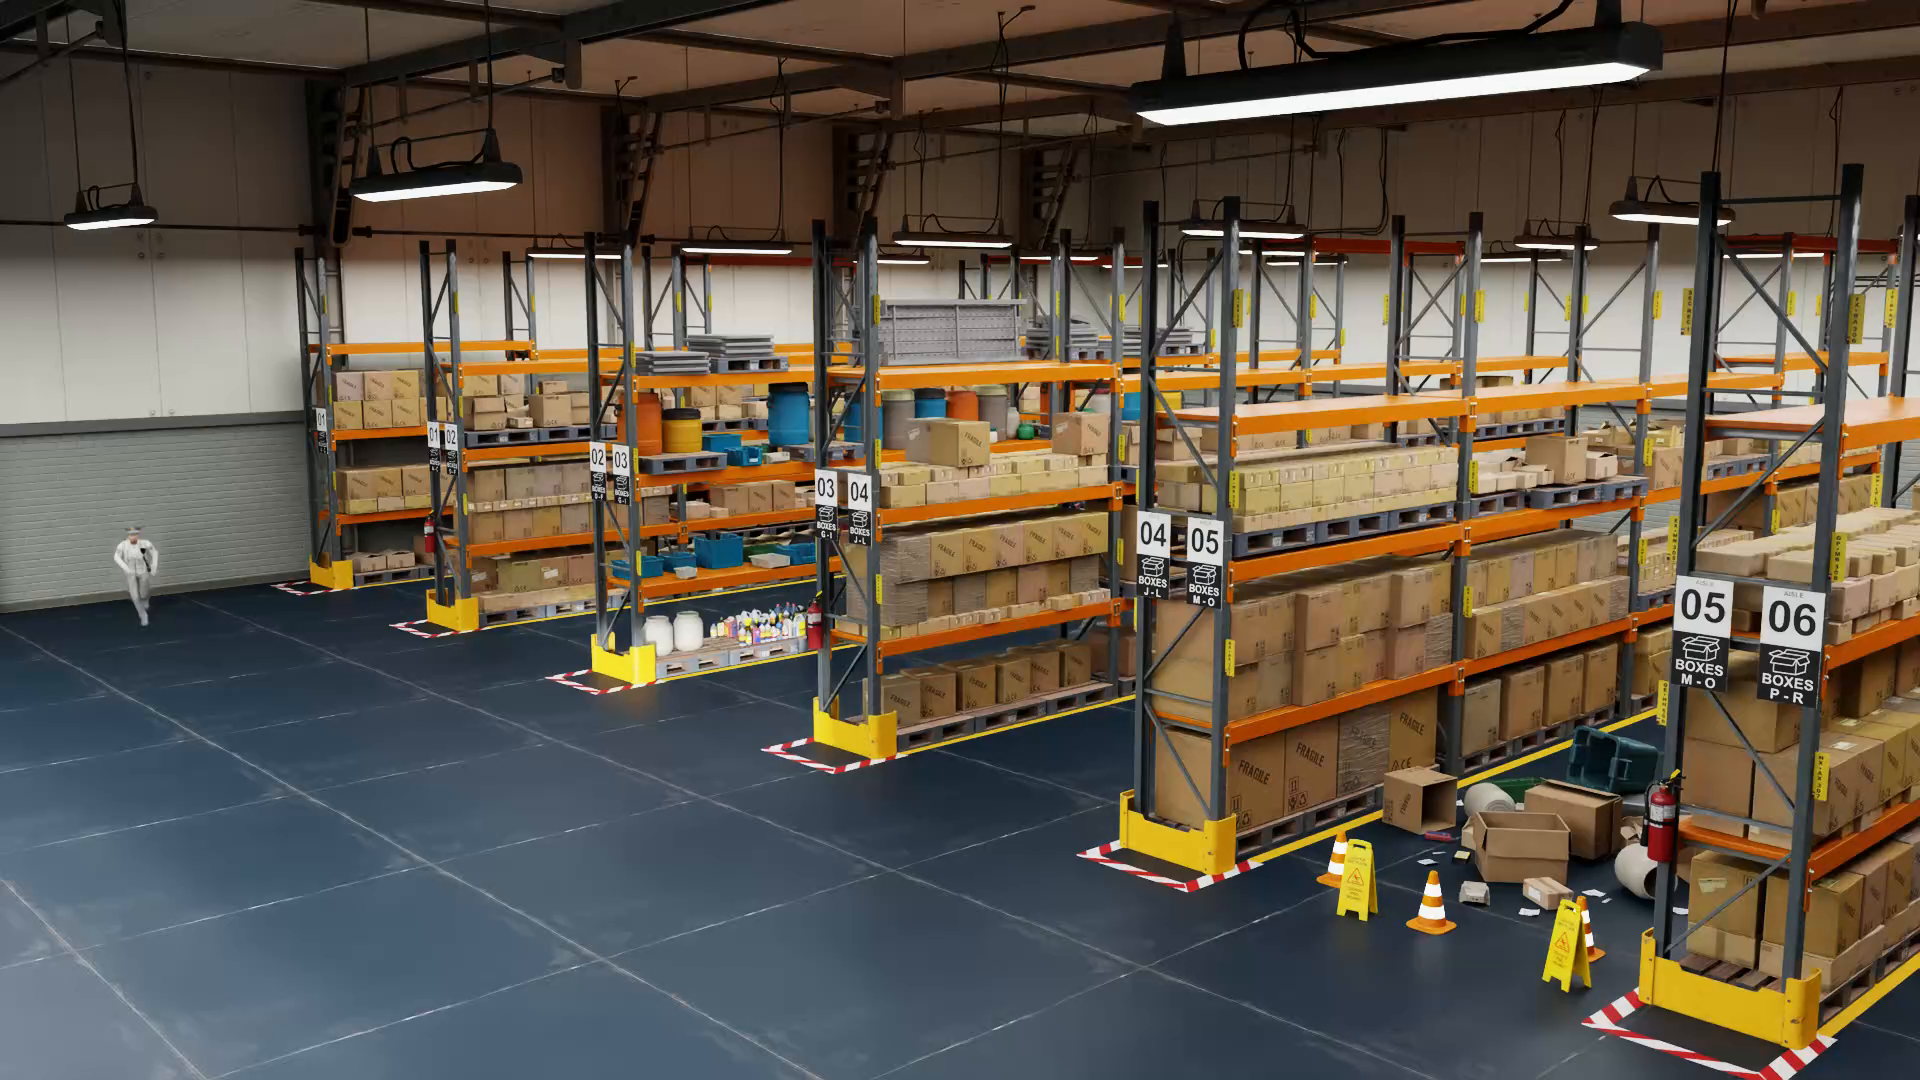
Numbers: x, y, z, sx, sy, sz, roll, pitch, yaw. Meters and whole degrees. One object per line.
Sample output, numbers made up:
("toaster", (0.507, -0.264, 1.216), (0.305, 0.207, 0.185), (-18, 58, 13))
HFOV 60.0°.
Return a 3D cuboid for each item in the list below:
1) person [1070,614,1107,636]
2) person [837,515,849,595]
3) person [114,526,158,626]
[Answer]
("person", (1.946, 0.532, 24.015), (0.931, 1.596, 0.570), (-4, 9, -27))
("person", (-1.932, -0.020, 27.658), (0.811, 1.874, 0.653), (-7, 11, -39))
("person", (-13.001, 0.546, 26.296), (0.605, 1.622, 0.703), (-3, 9, -17))
